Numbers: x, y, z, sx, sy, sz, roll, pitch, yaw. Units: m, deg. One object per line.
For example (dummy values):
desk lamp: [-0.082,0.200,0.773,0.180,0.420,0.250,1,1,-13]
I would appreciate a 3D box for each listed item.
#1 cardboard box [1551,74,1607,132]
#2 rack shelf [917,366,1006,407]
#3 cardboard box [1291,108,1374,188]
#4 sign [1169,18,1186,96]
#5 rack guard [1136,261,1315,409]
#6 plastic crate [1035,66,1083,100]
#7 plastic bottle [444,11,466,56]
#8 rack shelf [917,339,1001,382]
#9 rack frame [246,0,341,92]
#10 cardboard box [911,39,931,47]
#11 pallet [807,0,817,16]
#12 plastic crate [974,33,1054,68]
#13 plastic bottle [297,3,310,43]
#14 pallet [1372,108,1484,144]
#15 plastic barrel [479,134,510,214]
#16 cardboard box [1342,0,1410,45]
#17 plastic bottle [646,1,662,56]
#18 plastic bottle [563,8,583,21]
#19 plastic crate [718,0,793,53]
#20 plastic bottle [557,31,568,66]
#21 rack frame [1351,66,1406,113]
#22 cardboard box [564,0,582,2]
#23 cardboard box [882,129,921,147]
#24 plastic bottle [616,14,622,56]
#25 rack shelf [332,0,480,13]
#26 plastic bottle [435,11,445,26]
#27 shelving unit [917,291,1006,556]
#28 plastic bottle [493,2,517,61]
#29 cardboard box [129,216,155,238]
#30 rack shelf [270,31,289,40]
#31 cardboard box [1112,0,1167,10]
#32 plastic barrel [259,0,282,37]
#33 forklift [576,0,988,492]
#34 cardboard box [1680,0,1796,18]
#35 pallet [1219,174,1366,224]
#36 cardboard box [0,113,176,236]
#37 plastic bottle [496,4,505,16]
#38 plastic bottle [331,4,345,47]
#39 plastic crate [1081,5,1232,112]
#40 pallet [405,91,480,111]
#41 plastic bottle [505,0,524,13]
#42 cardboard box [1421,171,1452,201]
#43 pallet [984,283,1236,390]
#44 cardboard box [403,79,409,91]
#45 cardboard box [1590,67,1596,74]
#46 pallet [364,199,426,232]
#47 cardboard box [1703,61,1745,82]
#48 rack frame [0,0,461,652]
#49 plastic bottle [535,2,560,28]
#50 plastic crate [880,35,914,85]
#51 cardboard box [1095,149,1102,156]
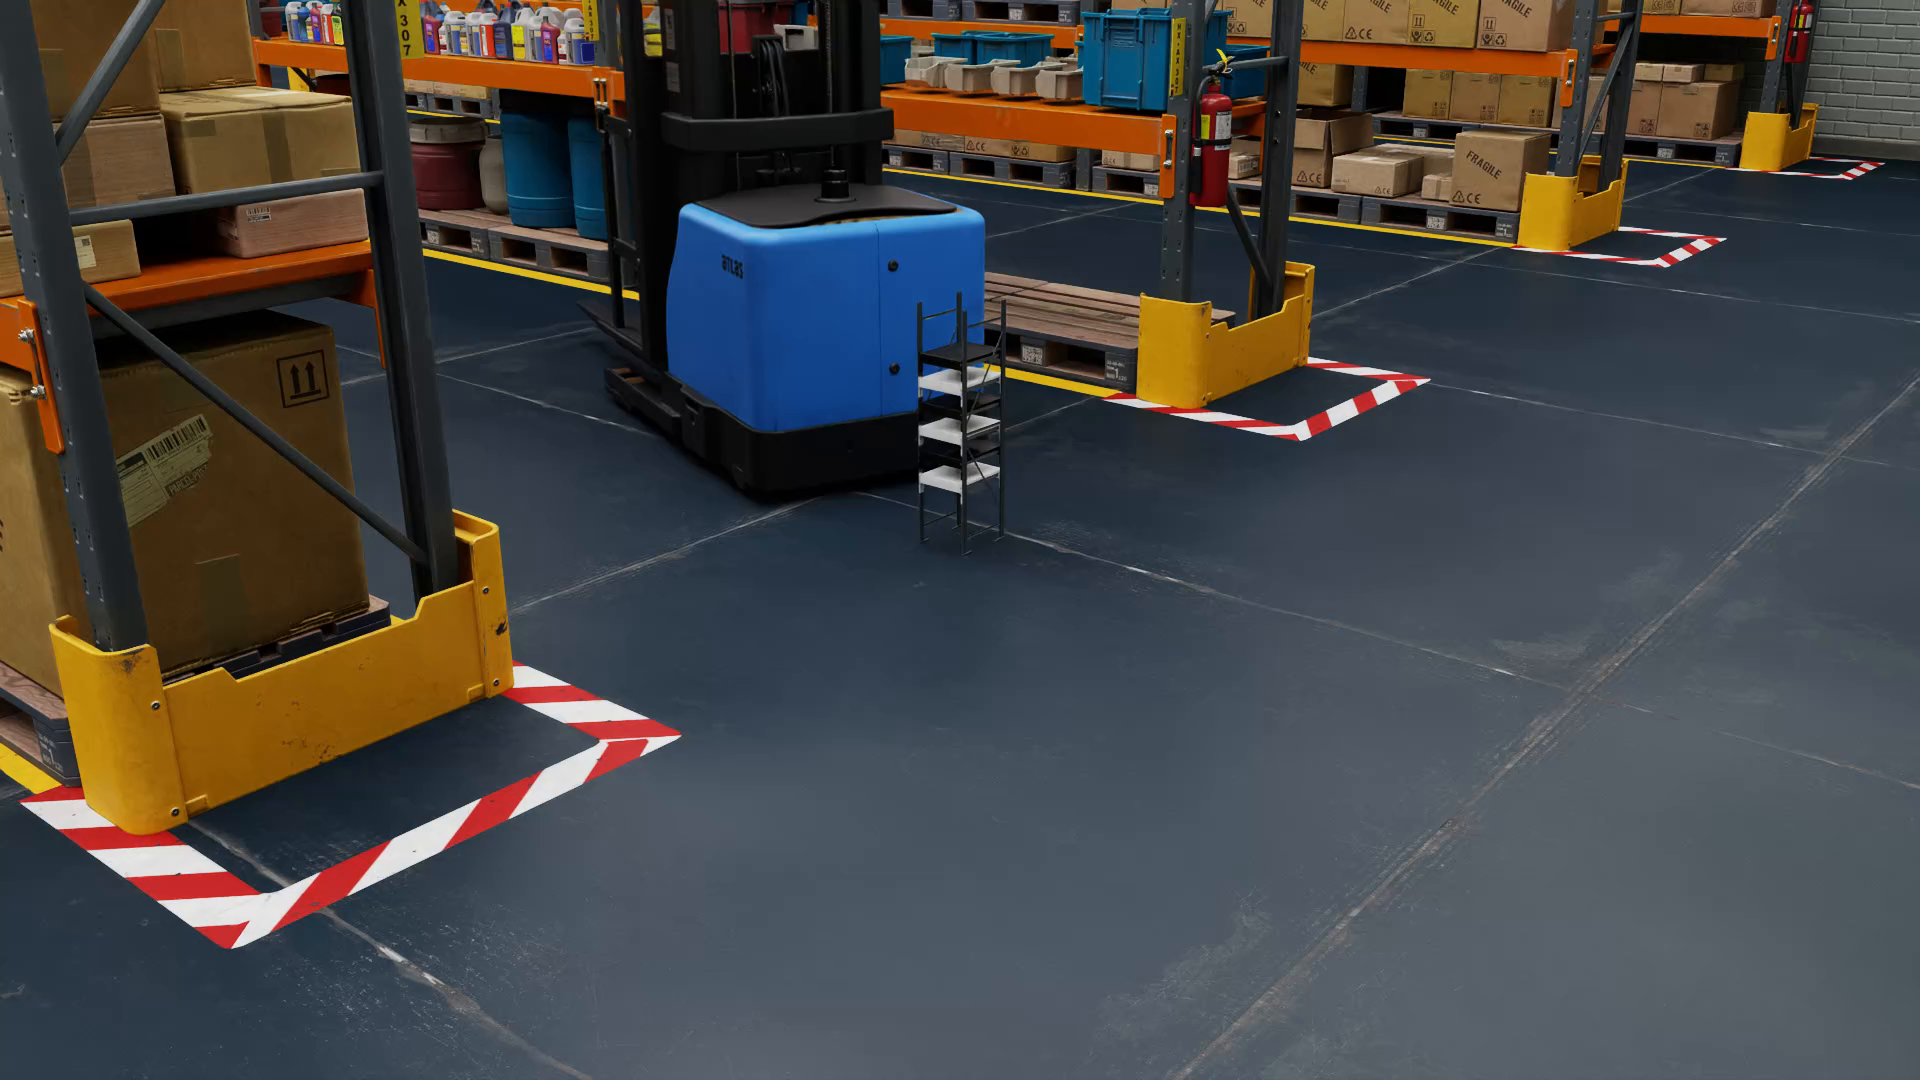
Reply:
cardboard box: [6.176,-4.294,16.250,0.500,0.500,0.700,15,25,35]
rack shelf: [0.006,-0.556,5.953,0.200,0.077,0.258,16,26,36]
cardboard box: [2.789,-3.072,12.977,0.637,0.503,0.797,16,26,36]
sign: [0.959,-2.128,7.330,0.005,0.325,0.100,16,26,36]
rack guard: [1.322,-1.035,8.203,0.348,0.500,1.175,16,26,36]
plastic crate: [0.548,-2.243,8.154,0.243,0.136,0.396,16,26,36]
plastic bottle: [-3.272,-3.316,10.886,0.135,0.276,0.152,16,26,36]
rack shelf: [0.006,-0.641,5.921,0.200,0.077,0.258,16,26,36]
rack frame: [-4.903,-3.991,12.500,0.127,3.000,1.000,16,26,36]
cardboard box: [-0.355,-6.242,21.388,0.500,0.500,0.700,16,26,37]
pallet: [-1.199,-5.122,15.772,1.003,0.211,1.213,16,26,36]
plastic crate: [0.292,-2.595,8.950,0.300,0.233,0.416,16,26,36]
plastic bottle: [-4.700,-3.712,11.944,0.097,0.271,0.097,0,21,0]
pallet: [5.000,-4.311,17.301,1.213,0.211,1.003,16,26,36]
plastic barrel: [-3.144,-2.565,11.650,0.421,0.512,0.421,0,21,0]
cardboard box: [3.123,-3.859,12.009,0.500,0.500,0.500,16,26,37]
plastic bottle: [-1.903,-3.252,10.609,0.185,0.351,0.144,16,26,36]
plastic bottle: [-2.639,-3.454,11.253,0.135,0.276,0.152,16,26,36]
plastic crate: [-1.271,-2.889,9.402,0.583,0.464,0.402,16,26,36]
plastic bottle: [-2.421,-3.023,10.216,0.097,0.201,0.097,0,21,0]
rack frame: [4.460,-5.807,17.315,0.127,3.000,1.000,16,26,36]
cardboard box: [-3.874,-5.990,17.659,0.500,0.500,0.500,18,27,40]
cardboard box: [-0.394,-3.857,15.064,0.500,0.500,0.500,15,25,35]
plastic bottle: [-2.205,-3.329,10.922,0.135,0.276,0.152,16,26,36]
rack shelf: [-6.417,-6.346,19.765,4.000,0.370,1.077,16,26,36]
plastic bottle: [-3.444,-3.378,11.058,0.097,0.271,0.097,0,21,0]
shelving unit: [0.006,-0.419,6.005,0.210,0.900,0.258,16,26,36]
plastic bottle: [-2.866,-3.232,10.558,0.185,0.351,0.144,16,26,36]
cardboard box: [-2.302,-1.018,4.972,0.250,0.149,0.380,15,26,35]
rack shelf: [-6.453,-4.100,13.810,4.000,0.370,1.077,16,26,36]
cardboard box: [1.553,-4.310,13.205,0.500,0.500,0.500,17,26,38]
plastic barrel: [-5.454,-4.075,12.531,0.708,0.536,0.600,16,26,36]
forklift: [-1.036,-2.035,7.411,1.130,2.935,3.031,-11,23,-27]
cardboard box: [7.157,-5.166,15.190,0.700,0.700,0.980,18,27,39]
pallet: [2.811,-2.721,13.086,1.213,0.211,1.003,16,26,36]
cardboard box: [-2.380,-0.957,4.245,0.500,0.250,0.500,16,26,35]
plastic bottle: [-3.226,-3.620,11.682,0.133,0.283,0.061,16,26,36]
plastic bottle: [-4.339,-3.606,11.644,0.133,0.283,0.061,16,26,36]
plastic crate: [0.917,-2.274,7.813,0.499,0.435,0.616,16,26,36]
pallet: [-6.406,-5.393,20.169,1.213,0.211,1.003,16,26,36]
plastic bottle: [-3.091,-3.621,11.590,0.185,0.351,0.144,16,26,36]
cardboard box: [3.596,-2.608,12.226,0.250,0.166,0.380,16,26,36]
pallet: [0.680,-1.096,8.775,1.213,0.211,1.003,16,26,36]
cardboard box: [-6.530,-5.523,19.865,0.500,0.250,0.500,16,26,36]
cardboard box: [6.193,-4.683,16.363,0.250,0.149,0.380,16,26,37]
pallet: [-4.266,-2.522,12.556,1.213,0.211,1.003,16,26,36]
cardboard box: [7.177,-4.400,15.614,0.250,0.149,0.380,16,26,37]
rack frame: [-1.837,-0.852,4.177,0.127,3.000,1.000,16,26,36]
plastic bottle: [-2.632,-3.230,10.553,0.185,0.351,0.144,16,26,36]
plastic crate: [-0.458,-2.544,8.815,0.300,0.233,0.416,16,26,36]
cardboard box: [1.110,-3.662,14.548,0.500,0.500,0.500,15,25,34]
